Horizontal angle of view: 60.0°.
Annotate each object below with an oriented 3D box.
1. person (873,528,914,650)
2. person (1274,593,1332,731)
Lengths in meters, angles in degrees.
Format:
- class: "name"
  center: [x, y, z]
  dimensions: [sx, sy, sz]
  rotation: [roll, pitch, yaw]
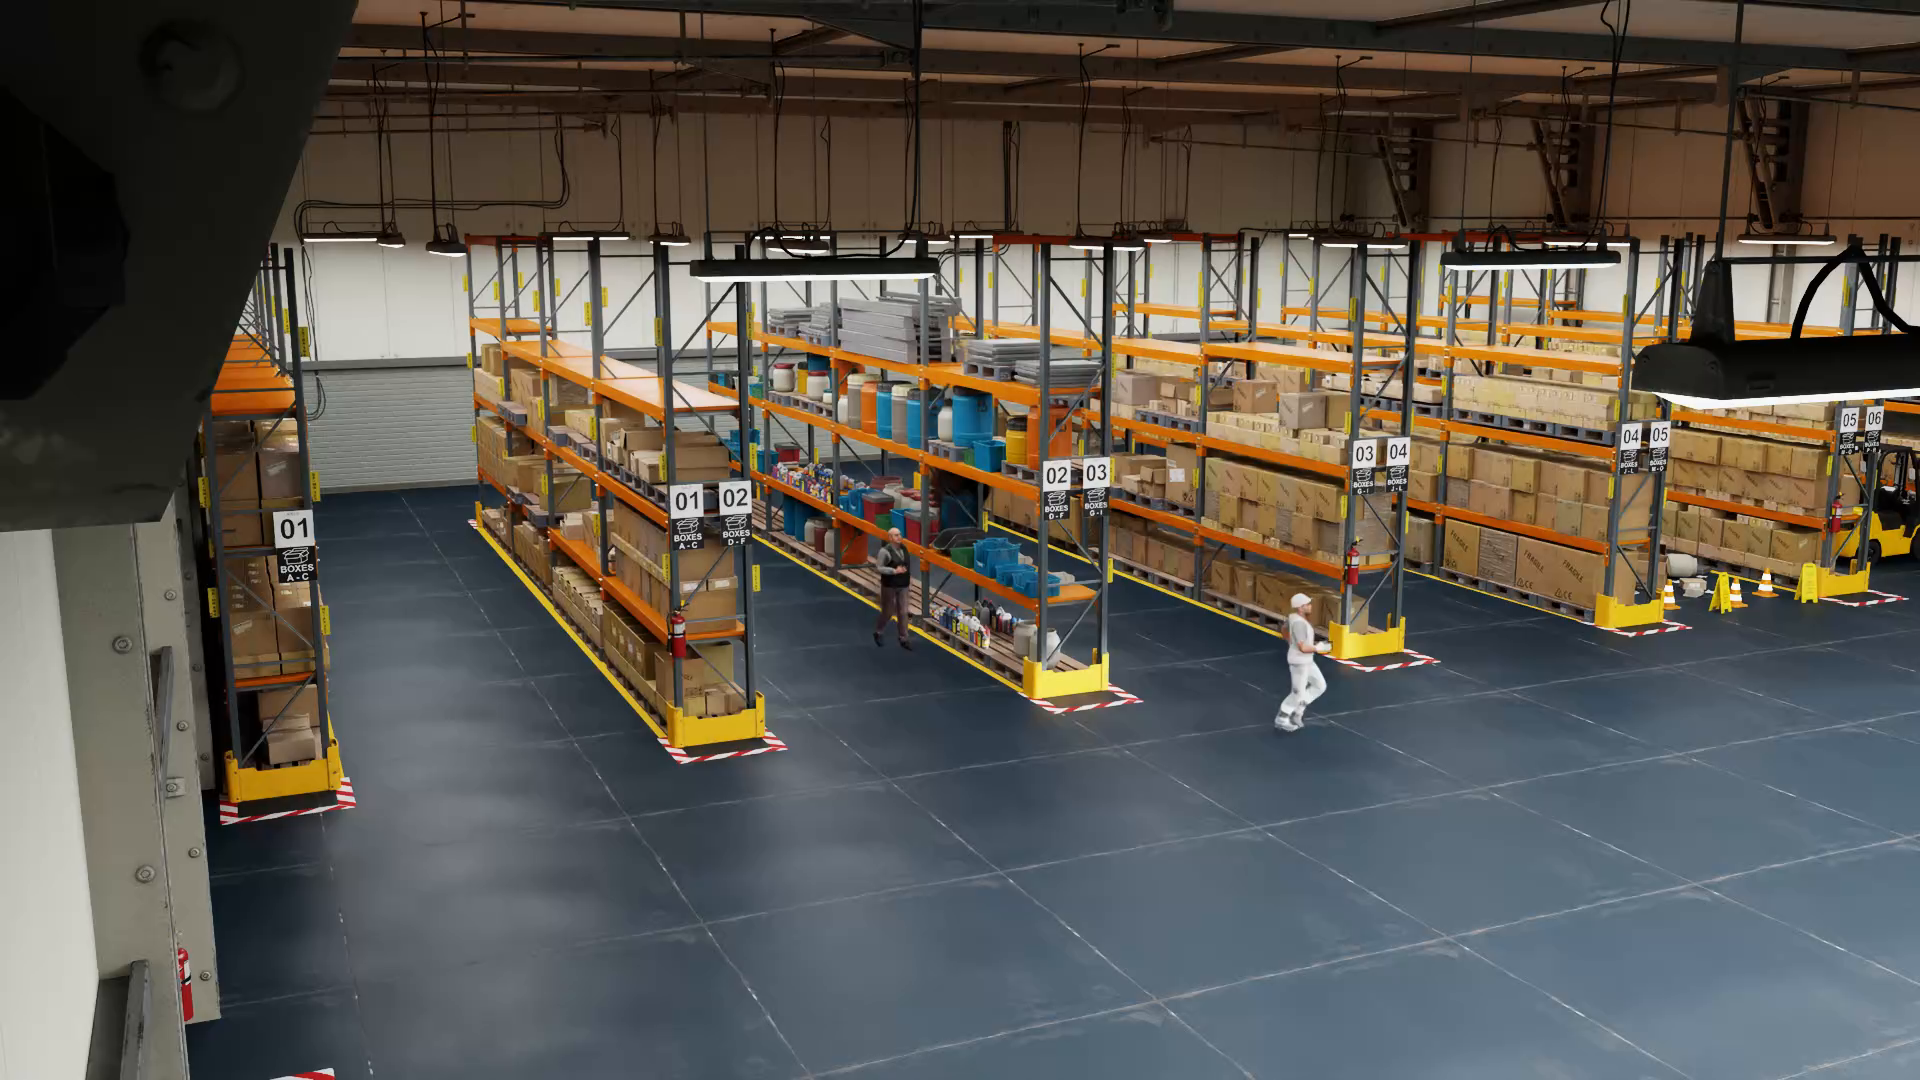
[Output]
- class: "person"
  center: [-0.924, 0.693, 23.532]
  dimensions: [0.659, 1.760, 0.855]
  rotation: [-8, 14, -37]
- class: "person"
  center: [4.263, 1.516, 20.600]
  dimensions: [0.666, 1.753, 0.639]
  rotation: [3, 11, 16]
